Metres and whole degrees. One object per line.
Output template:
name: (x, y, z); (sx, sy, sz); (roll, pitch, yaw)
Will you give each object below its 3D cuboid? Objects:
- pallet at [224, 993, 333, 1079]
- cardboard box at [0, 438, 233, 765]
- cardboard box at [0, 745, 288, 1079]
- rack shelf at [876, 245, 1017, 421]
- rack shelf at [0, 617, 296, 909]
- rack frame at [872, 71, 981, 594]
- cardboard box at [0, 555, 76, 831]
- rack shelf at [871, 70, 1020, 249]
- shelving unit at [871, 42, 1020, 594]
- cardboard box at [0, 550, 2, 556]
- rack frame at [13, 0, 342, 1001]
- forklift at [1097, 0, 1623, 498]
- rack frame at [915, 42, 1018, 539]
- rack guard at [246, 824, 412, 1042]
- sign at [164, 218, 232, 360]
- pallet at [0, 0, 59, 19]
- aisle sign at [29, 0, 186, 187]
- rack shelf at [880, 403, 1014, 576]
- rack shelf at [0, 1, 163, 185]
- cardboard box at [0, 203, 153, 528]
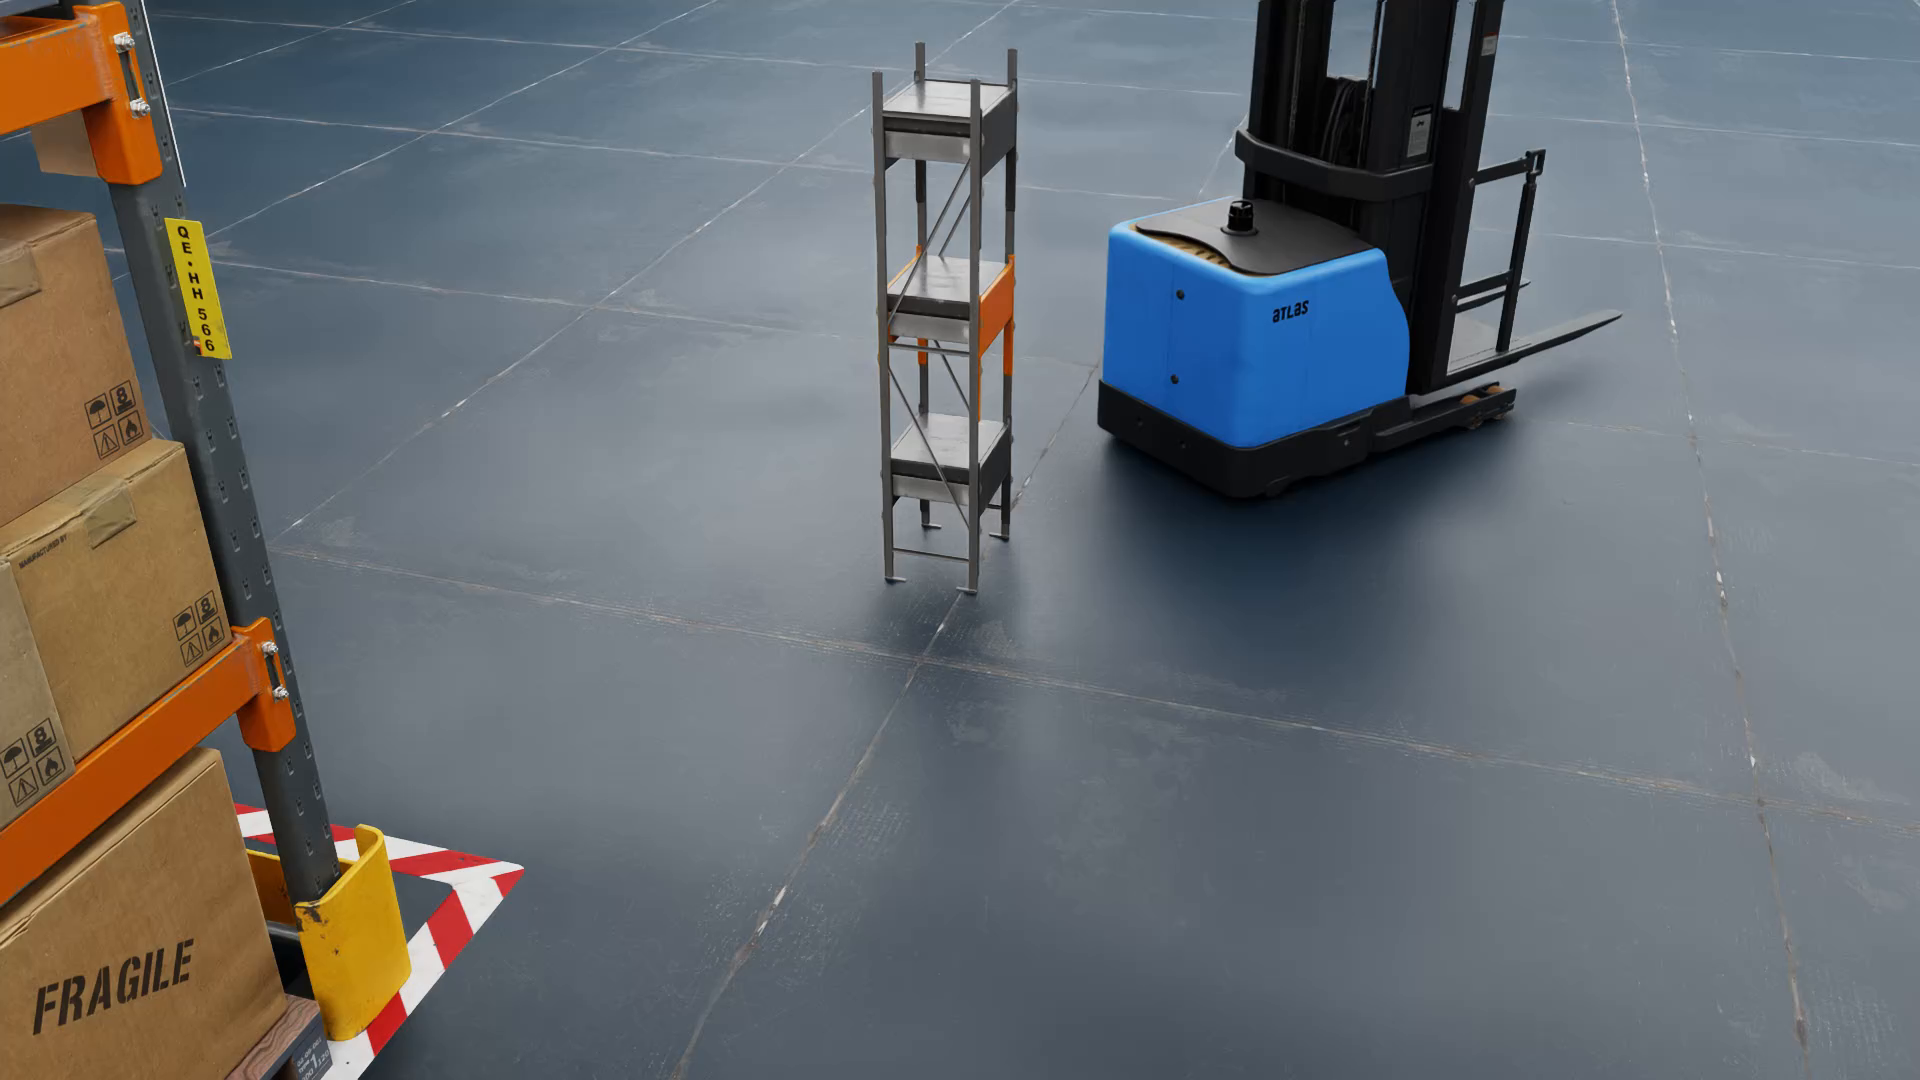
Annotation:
pallet: (-2.390, 1.565, 4.221); (1.003, 0.211, 1.213); (8, 30, 15)
cardboard box: (-2.295, 0.077, 3.873); (0.875, 0.550, 0.550); (8, 30, 15)
cardboard box: (-2.366, 1.033, 4.062); (0.875, 0.875, 0.875); (9, 30, 15)
rack shelf: (-0.049, -0.829, 6.608); (0.431, 0.518, 0.480); (8, 30, 15)
rack shelf: (-2.817, 1.207, 2.735); (1.077, 0.370, 4.000); (8, 30, 15)
rack frame: (-0.120, -0.727, 6.397); (0.400, 2.100, 0.015); (8, 30, 15)
cardboard box: (-2.436, 0.335, 3.407); (0.875, 0.550, 0.550); (8, 30, 15)
rack shelf: (-0.049, -1.440, 6.268); (0.431, 0.518, 0.480); (8, 30, 15)
shelving unit: (-0.049, -0.841, 6.601); (0.431, 2.100, 0.503); (8, 30, 15)
cardboard box: (-2.449, -0.139, 3.148); (0.875, 0.550, 0.550); (8, 30, 15)
rack frame: (-2.230, -0.037, 4.231); (1.000, 3.000, 0.127); (8, 30, 15)
forklift: (2.166, -2.020, 7.867); (3.031, 2.935, 1.130); (-19, 34, -30)
rack frame: (0.023, -0.954, 6.805); (0.400, 2.100, 0.015); (8, 30, 15)
rack guard: (-2.223, 1.044, 4.858); (1.175, 0.500, 0.348); (8, 30, 15)
sign: (-1.715, -0.562, 3.741); (0.100, 0.325, 0.005); (8, 30, 15)
pallet: (-2.438, -0.963, 2.901); (1.003, 0.211, 1.213); (8, 30, 15)
aisle sign: (-1.922, -1.163, 3.581); (0.394, 0.787, 0.004); (8, 30, 15)
rack shelf: (-0.049, -0.217, 6.948); (0.431, 0.518, 0.480); (8, 30, 15)
rack shelf: (-2.817, -0.104, 2.006); (1.077, 0.370, 4.000); (8, 30, 15)
cardboard box: (-2.376, -0.407, 3.632); (0.875, 0.550, 0.550); (8, 30, 15)
